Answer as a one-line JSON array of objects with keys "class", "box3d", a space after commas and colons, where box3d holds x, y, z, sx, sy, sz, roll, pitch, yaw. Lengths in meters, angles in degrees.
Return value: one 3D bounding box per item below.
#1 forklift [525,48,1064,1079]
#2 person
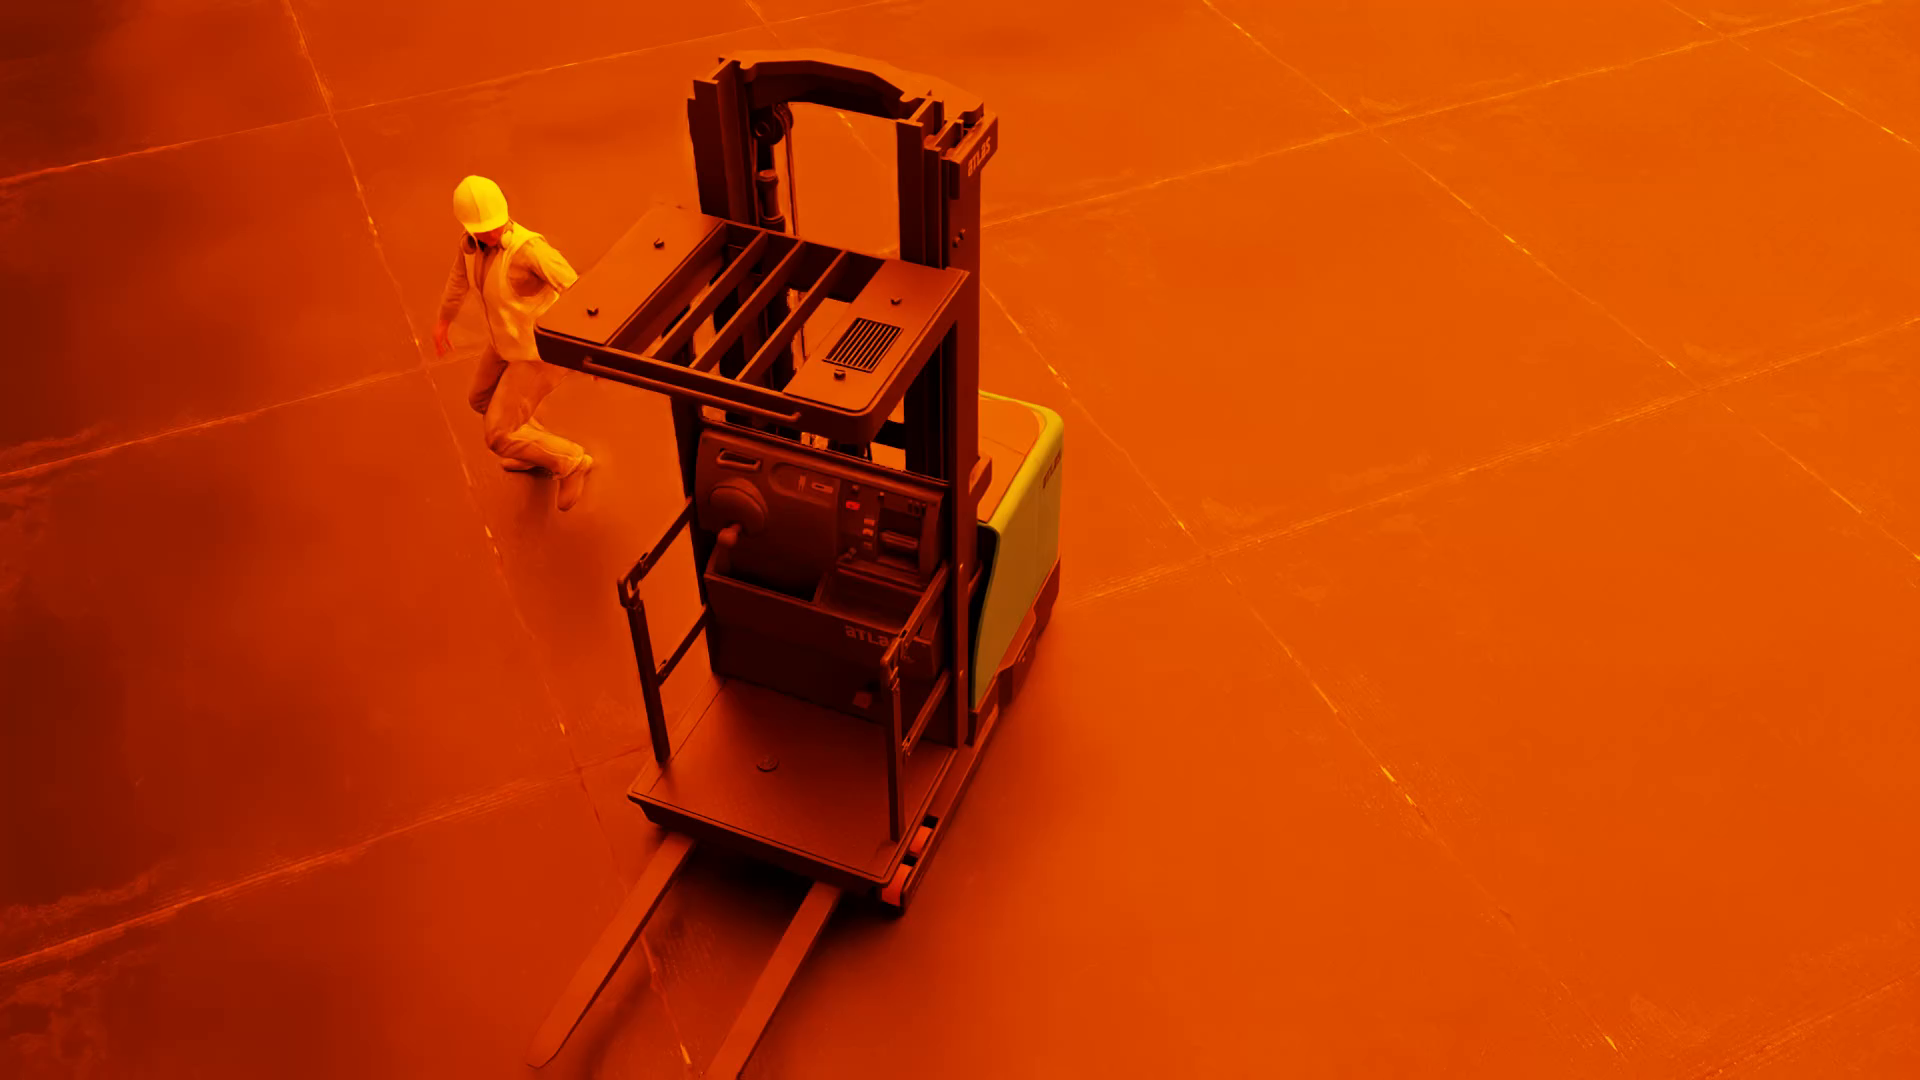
[{"class": "forklift", "box3d": [-0.586, -0.012, 5.693, 1.130, 2.935, 3.031, 16, 45, 16]}, {"class": "person", "box3d": [-2.025, -0.894, 7.576, 0.604, 1.674, 0.802, -25, 49, -24]}]
